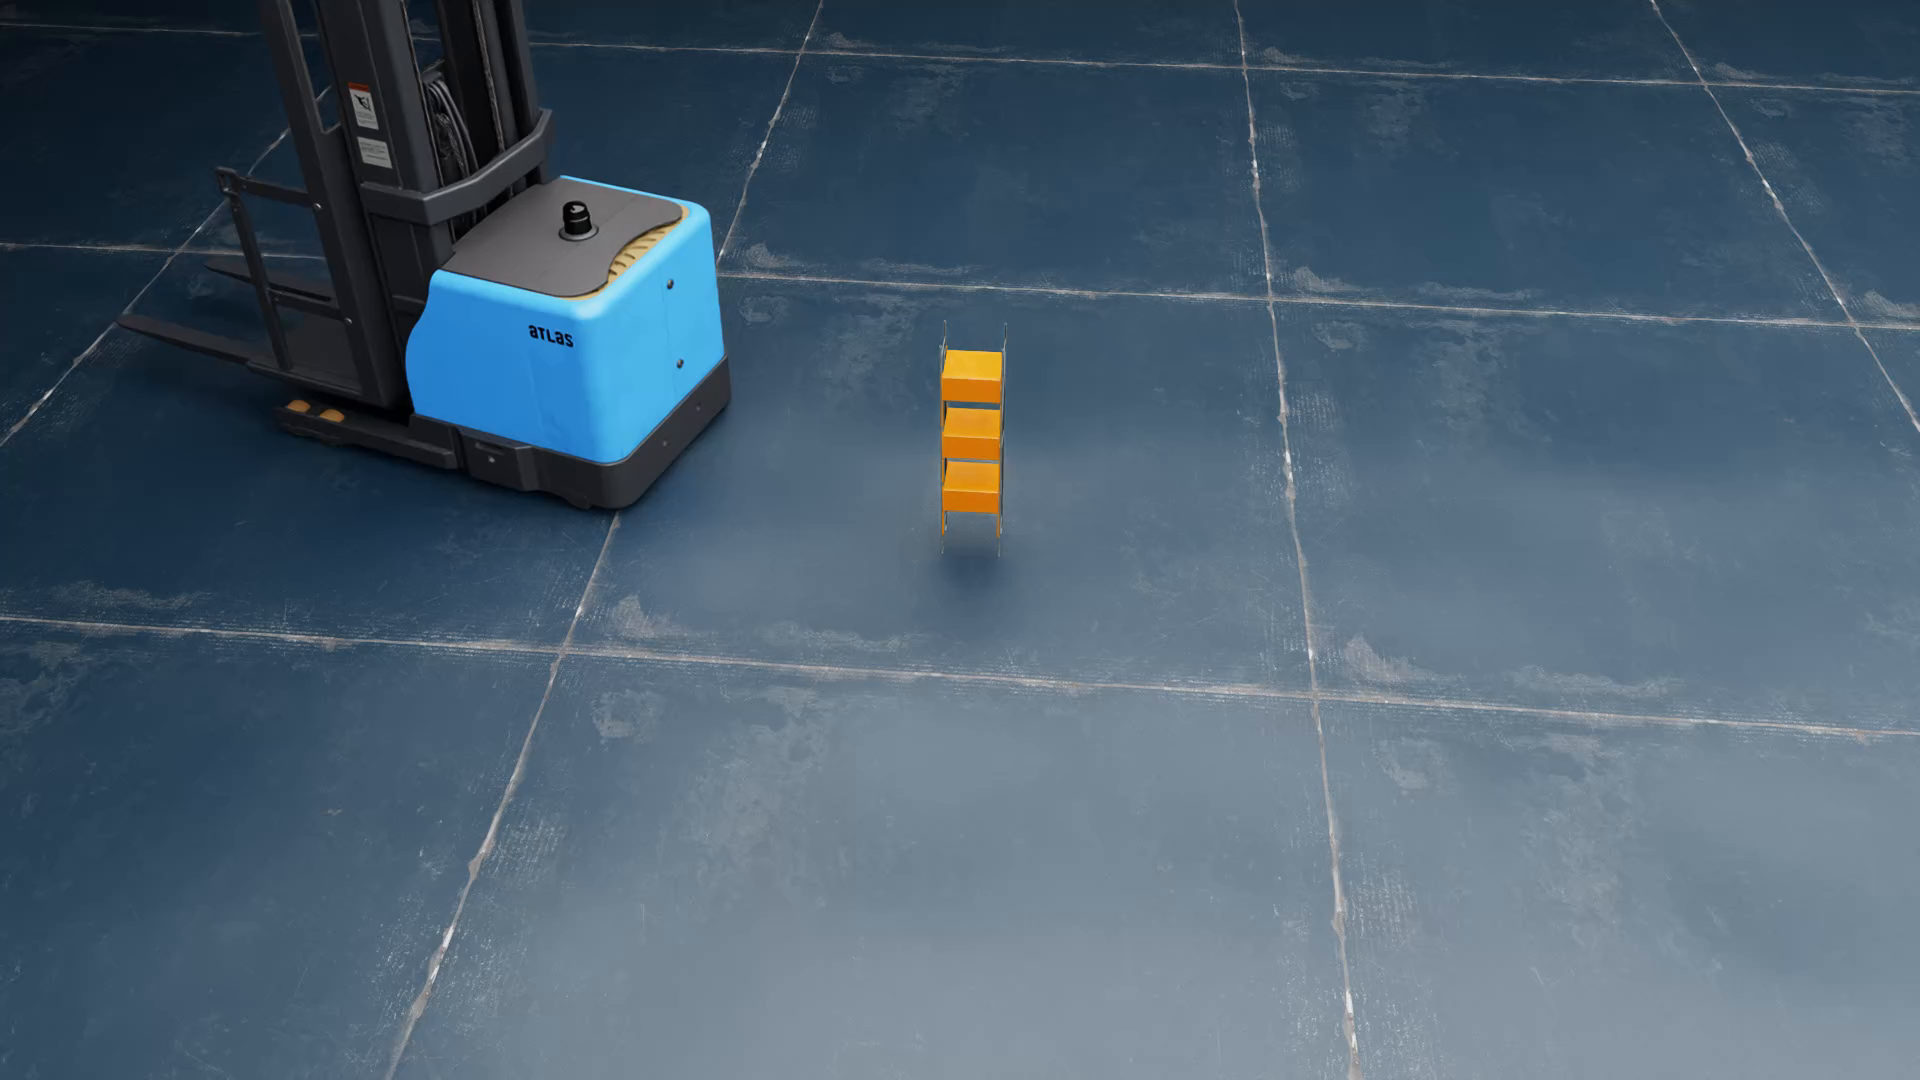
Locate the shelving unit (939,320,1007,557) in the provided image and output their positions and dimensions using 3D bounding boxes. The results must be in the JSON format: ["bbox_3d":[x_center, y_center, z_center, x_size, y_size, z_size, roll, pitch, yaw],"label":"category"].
[{"bbox_3d":[0.053,-0.404,6.915,0.252,1.050,0.215,3,39,4],"label":"shelving unit"}]

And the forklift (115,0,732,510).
[{"bbox_3d":[-2.662,-1.872,7.228,3.031,2.935,1.130,15,41,18],"label":"forklift"}]

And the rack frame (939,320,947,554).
[{"bbox_3d":[-0.068,-0.411,6.923,0.008,1.050,0.200,3,39,4],"label":"rack frame"}]

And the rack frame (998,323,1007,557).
[{"bbox_3d":[0.175,-0.398,6.907,0.008,1.050,0.200,3,39,4],"label":"rack frame"}]

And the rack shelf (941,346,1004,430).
[{"bbox_3d":[0.053,-0.616,6.743,0.240,0.259,0.215,3,39,4],"label":"rack shelf"}]

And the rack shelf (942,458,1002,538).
[{"bbox_3d":[0.053,-0.180,7.097,0.240,0.259,0.215,3,39,4],"label":"rack shelf"}]

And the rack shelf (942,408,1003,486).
[{"bbox_3d":[0.053,-0.396,6.922,0.240,0.259,0.215,3,39,4],"label":"rack shelf"}]
